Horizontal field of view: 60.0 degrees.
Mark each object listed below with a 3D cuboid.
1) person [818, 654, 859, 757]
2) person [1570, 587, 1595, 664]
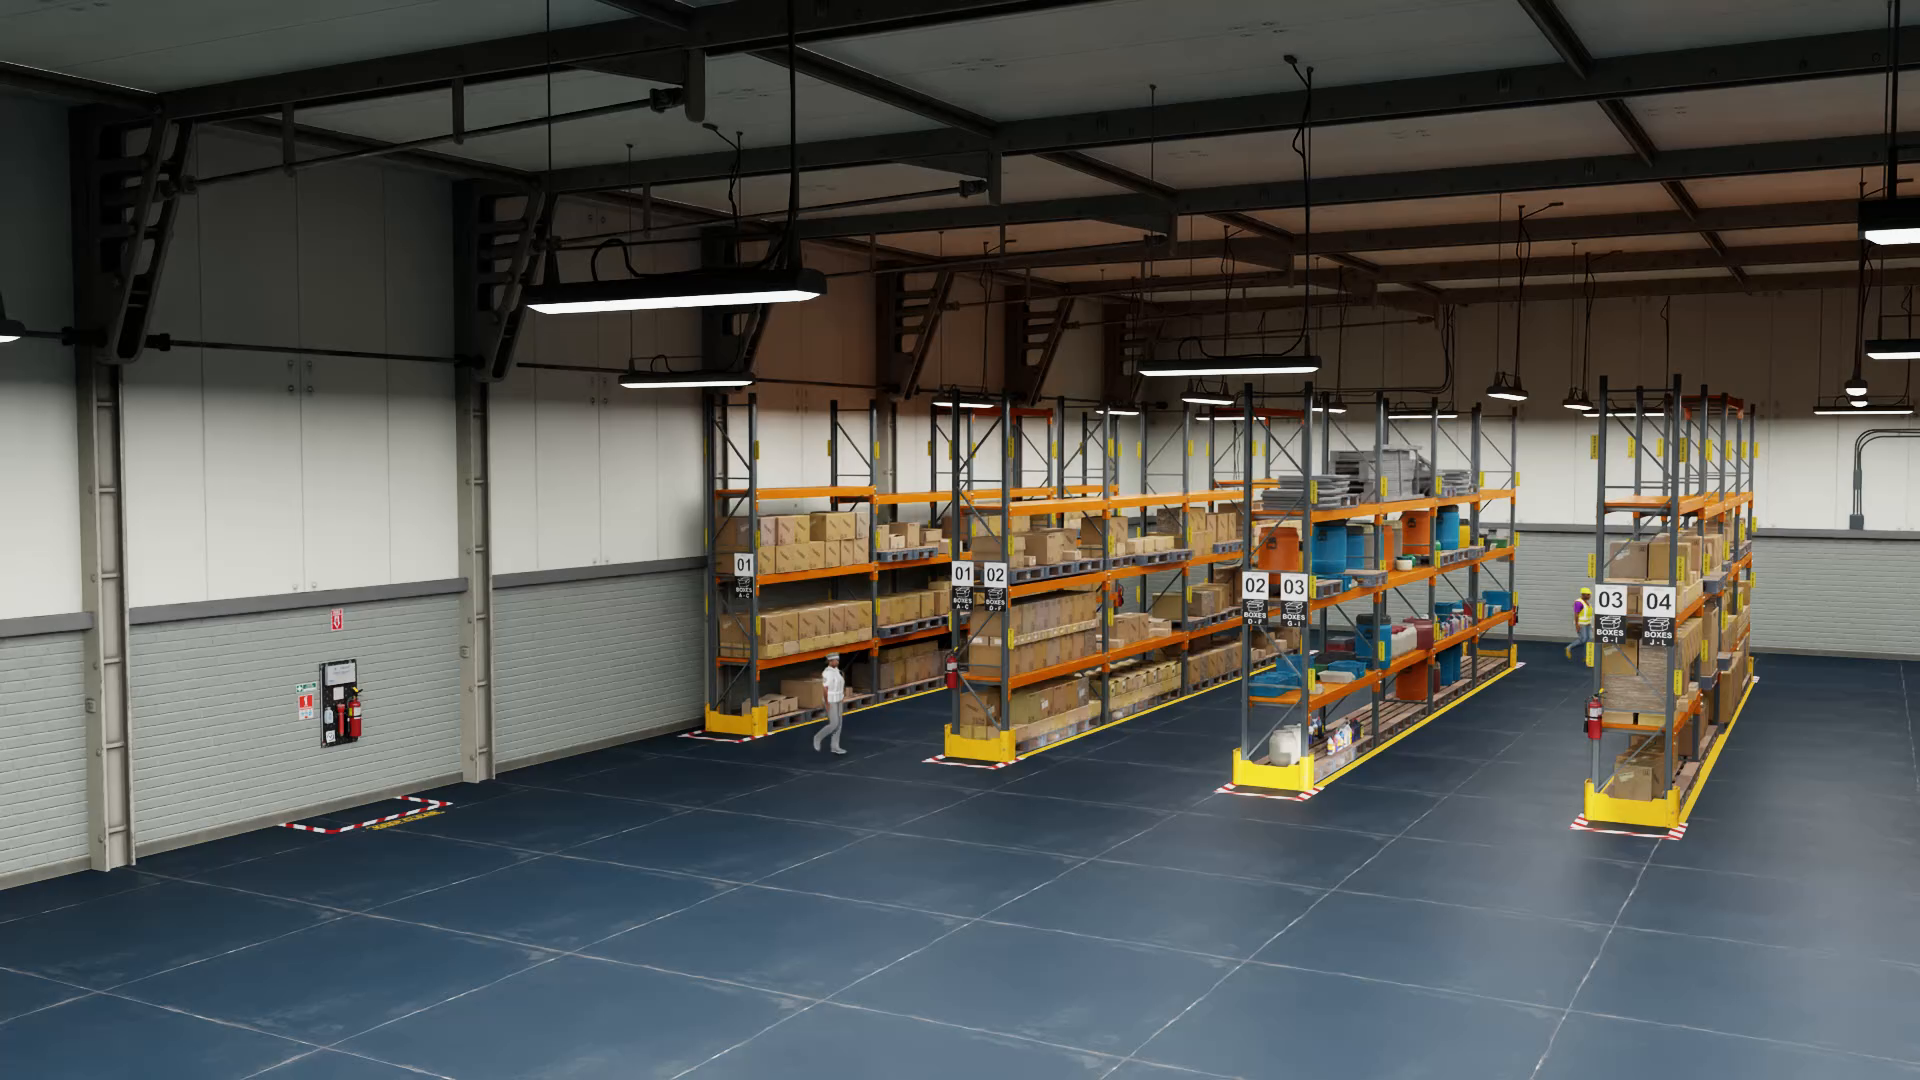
[{"bbox_3d":[-1.991,2.726,27.363,0.686,1.687,0.466,0,3,0],"label":"person"},{"bbox_3d":[14.674,2.032,39.075,0.690,1.846,0.400,-1,3,-15],"label":"person"}]
